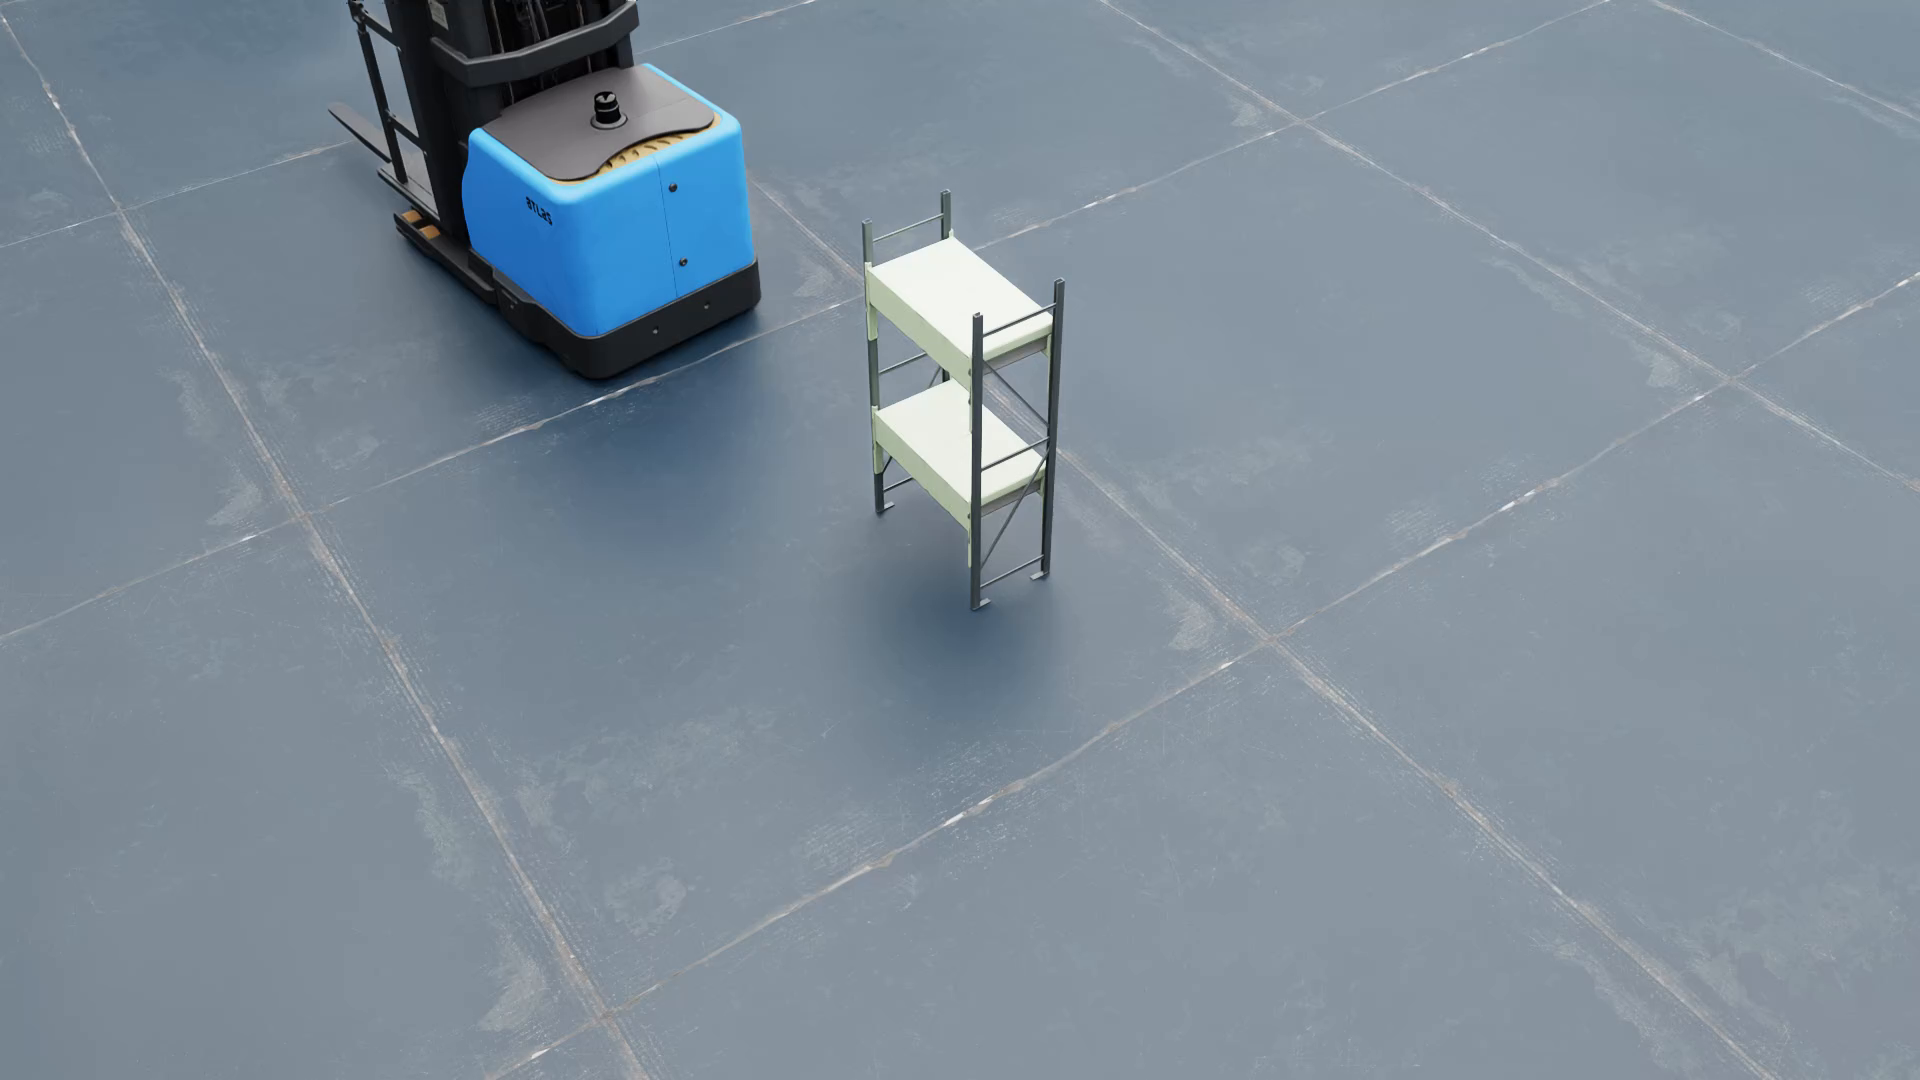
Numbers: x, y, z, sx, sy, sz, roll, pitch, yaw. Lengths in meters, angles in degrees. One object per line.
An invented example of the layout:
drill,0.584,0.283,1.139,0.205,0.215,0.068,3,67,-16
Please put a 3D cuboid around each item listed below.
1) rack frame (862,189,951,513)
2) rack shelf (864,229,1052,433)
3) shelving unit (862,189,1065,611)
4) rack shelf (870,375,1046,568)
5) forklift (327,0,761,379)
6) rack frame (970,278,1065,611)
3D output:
rack frame,-0.206,-0.746,6.936,0.400,1.500,0.023,-26,49,-24
rack shelf,0.004,-0.821,6.450,0.431,0.370,0.720,-26,49,-24
shelving unit,0.004,-0.539,6.719,0.431,1.500,0.755,-26,49,-24
rack shelf,0.004,-0.303,6.944,0.431,0.370,0.720,-26,49,-24
forklift,-2.366,-2.767,8.017,1.130,2.935,3.031,-32,52,-29
rack frame,0.213,-0.331,6.502,0.400,1.500,0.023,-26,49,-24
